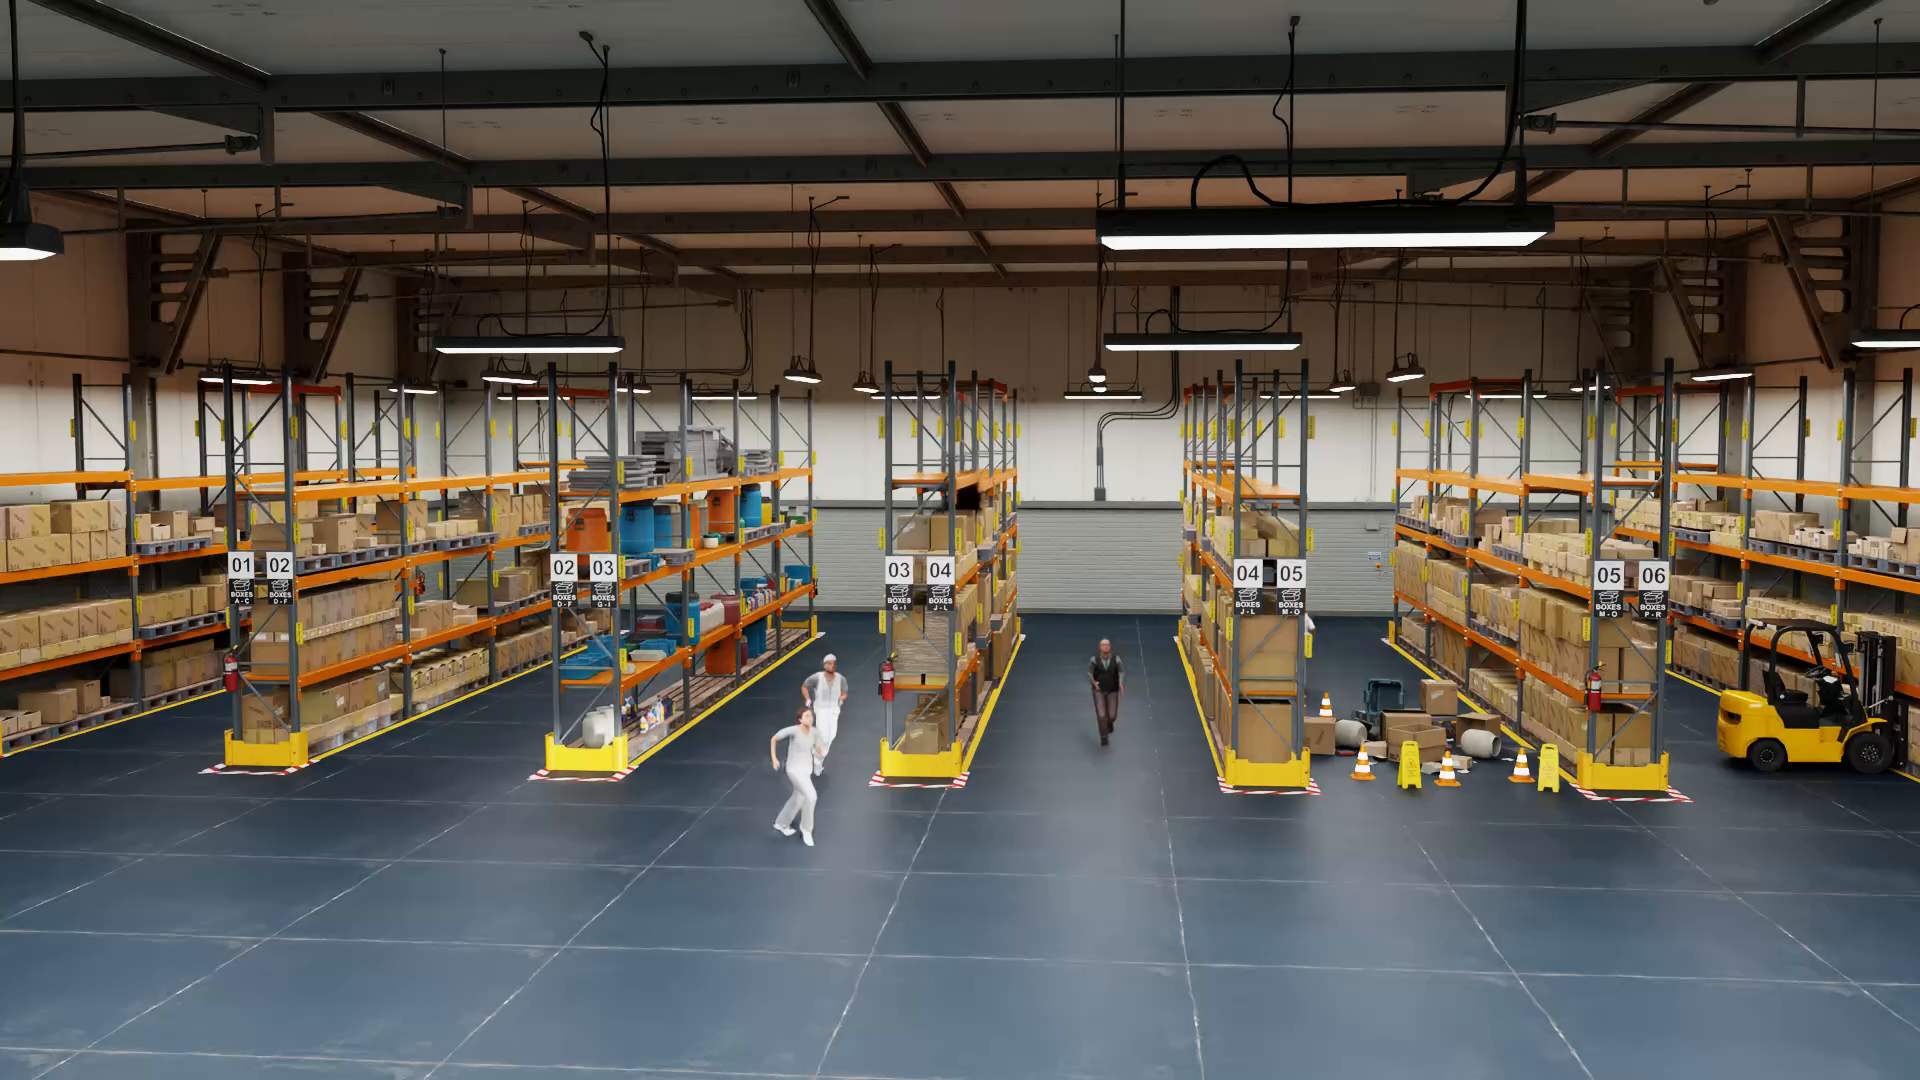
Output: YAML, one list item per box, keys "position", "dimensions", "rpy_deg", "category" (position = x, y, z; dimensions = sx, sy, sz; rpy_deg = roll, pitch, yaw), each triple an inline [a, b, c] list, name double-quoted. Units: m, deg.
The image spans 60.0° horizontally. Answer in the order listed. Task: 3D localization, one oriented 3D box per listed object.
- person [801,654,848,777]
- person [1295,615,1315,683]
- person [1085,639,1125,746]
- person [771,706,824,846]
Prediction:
- position: [-1.933, 2.541, 24.183]
  dimensions: [0.645, 1.773, 0.688]
  rpy_deg: [-2, 4, -23]
  category: "person"
- position: [6.653, 2.047, 32.615]
  dimensions: [0.603, 1.625, 0.640]
  rpy_deg: [0, 4, 0]
  category: "person"
- position: [2.324, 2.426, 26.580]
  dimensions: [0.661, 1.680, 0.585]
  rpy_deg: [0, 4, 0]
  category: "person"
- position: [-1.970, 2.844, 20.200]
  dimensions: [0.816, 1.674, 0.588]
  rpy_deg: [4, 5, 44]
  category: "person"
